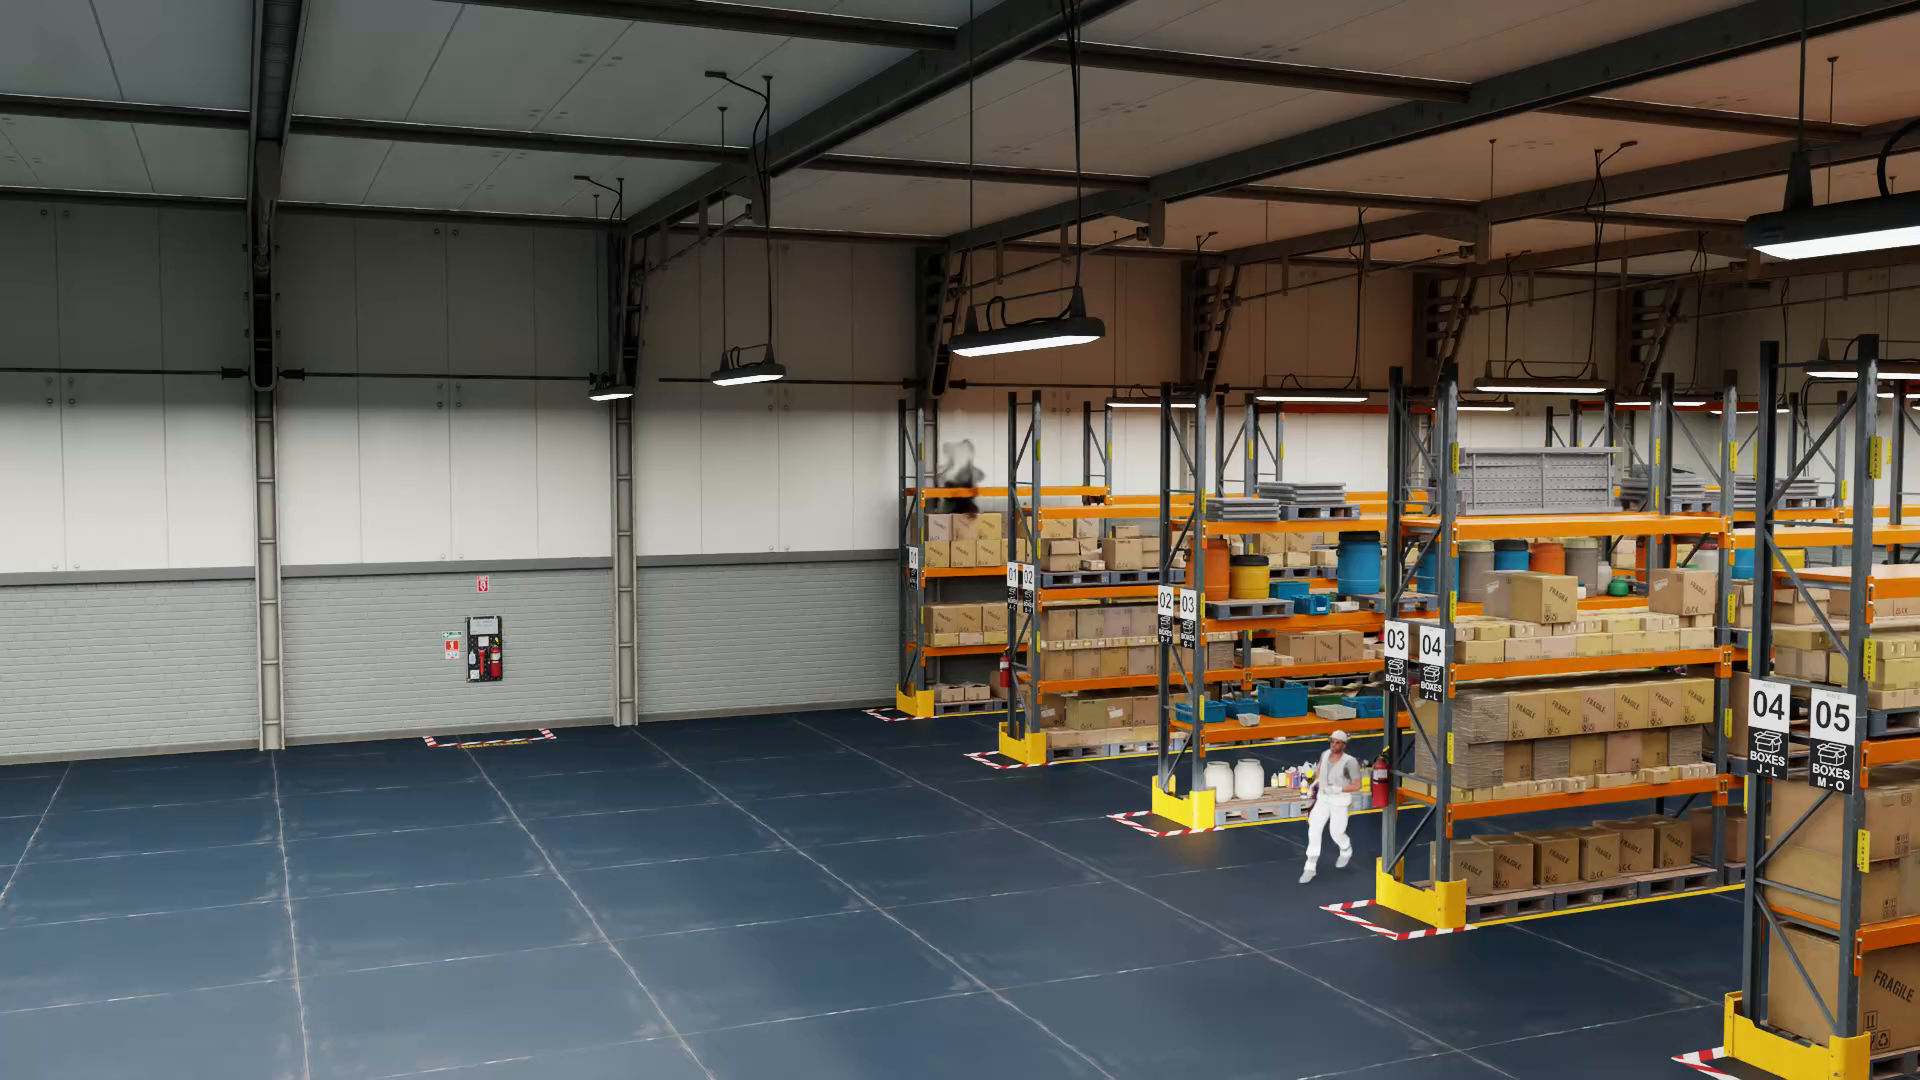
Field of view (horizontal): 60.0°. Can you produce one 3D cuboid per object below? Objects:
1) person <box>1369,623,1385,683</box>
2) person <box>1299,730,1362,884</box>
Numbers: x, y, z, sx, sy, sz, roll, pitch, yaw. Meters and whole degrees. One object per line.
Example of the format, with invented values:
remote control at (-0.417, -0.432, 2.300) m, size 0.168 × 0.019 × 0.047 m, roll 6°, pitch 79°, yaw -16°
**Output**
person at (8.283, 2.418, 32.461) m, size 0.745 × 1.802 × 0.641 m, roll -2°, pitch 4°, yaw -29°
person at (4.436, 3.120, 19.657) m, size 0.702 × 1.782 × 1.007 m, roll 3°, pitch 4°, yaw 42°
